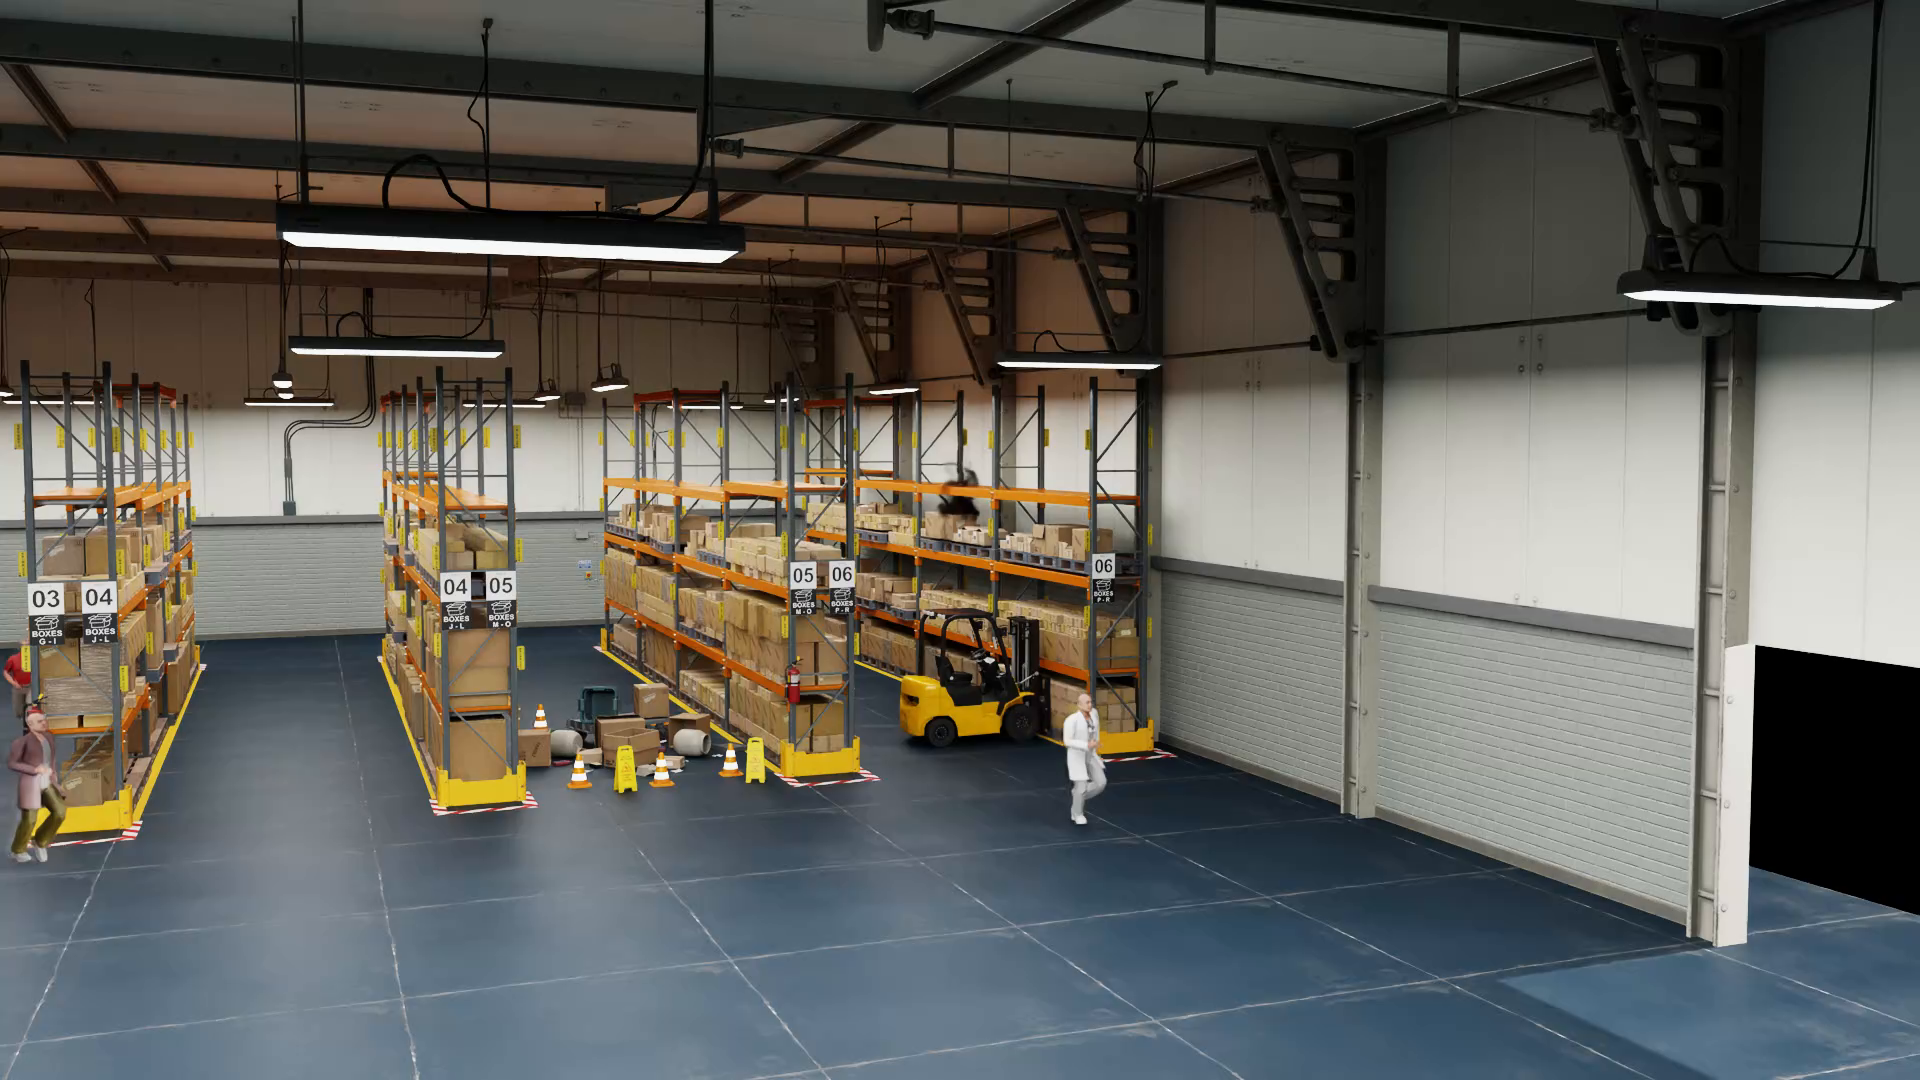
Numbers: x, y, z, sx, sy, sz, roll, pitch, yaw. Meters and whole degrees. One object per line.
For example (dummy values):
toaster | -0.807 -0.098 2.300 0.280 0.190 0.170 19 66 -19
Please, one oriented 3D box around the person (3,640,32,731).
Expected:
person | -15.488 2.516 27.564 0.633 1.730 1.089 -1 4 -19

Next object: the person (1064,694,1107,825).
person | 1.644 2.878 21.491 0.761 1.655 0.724 -2 4 -36

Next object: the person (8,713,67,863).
person | -10.920 2.938 19.734 0.695 1.778 0.713 1 4 23
